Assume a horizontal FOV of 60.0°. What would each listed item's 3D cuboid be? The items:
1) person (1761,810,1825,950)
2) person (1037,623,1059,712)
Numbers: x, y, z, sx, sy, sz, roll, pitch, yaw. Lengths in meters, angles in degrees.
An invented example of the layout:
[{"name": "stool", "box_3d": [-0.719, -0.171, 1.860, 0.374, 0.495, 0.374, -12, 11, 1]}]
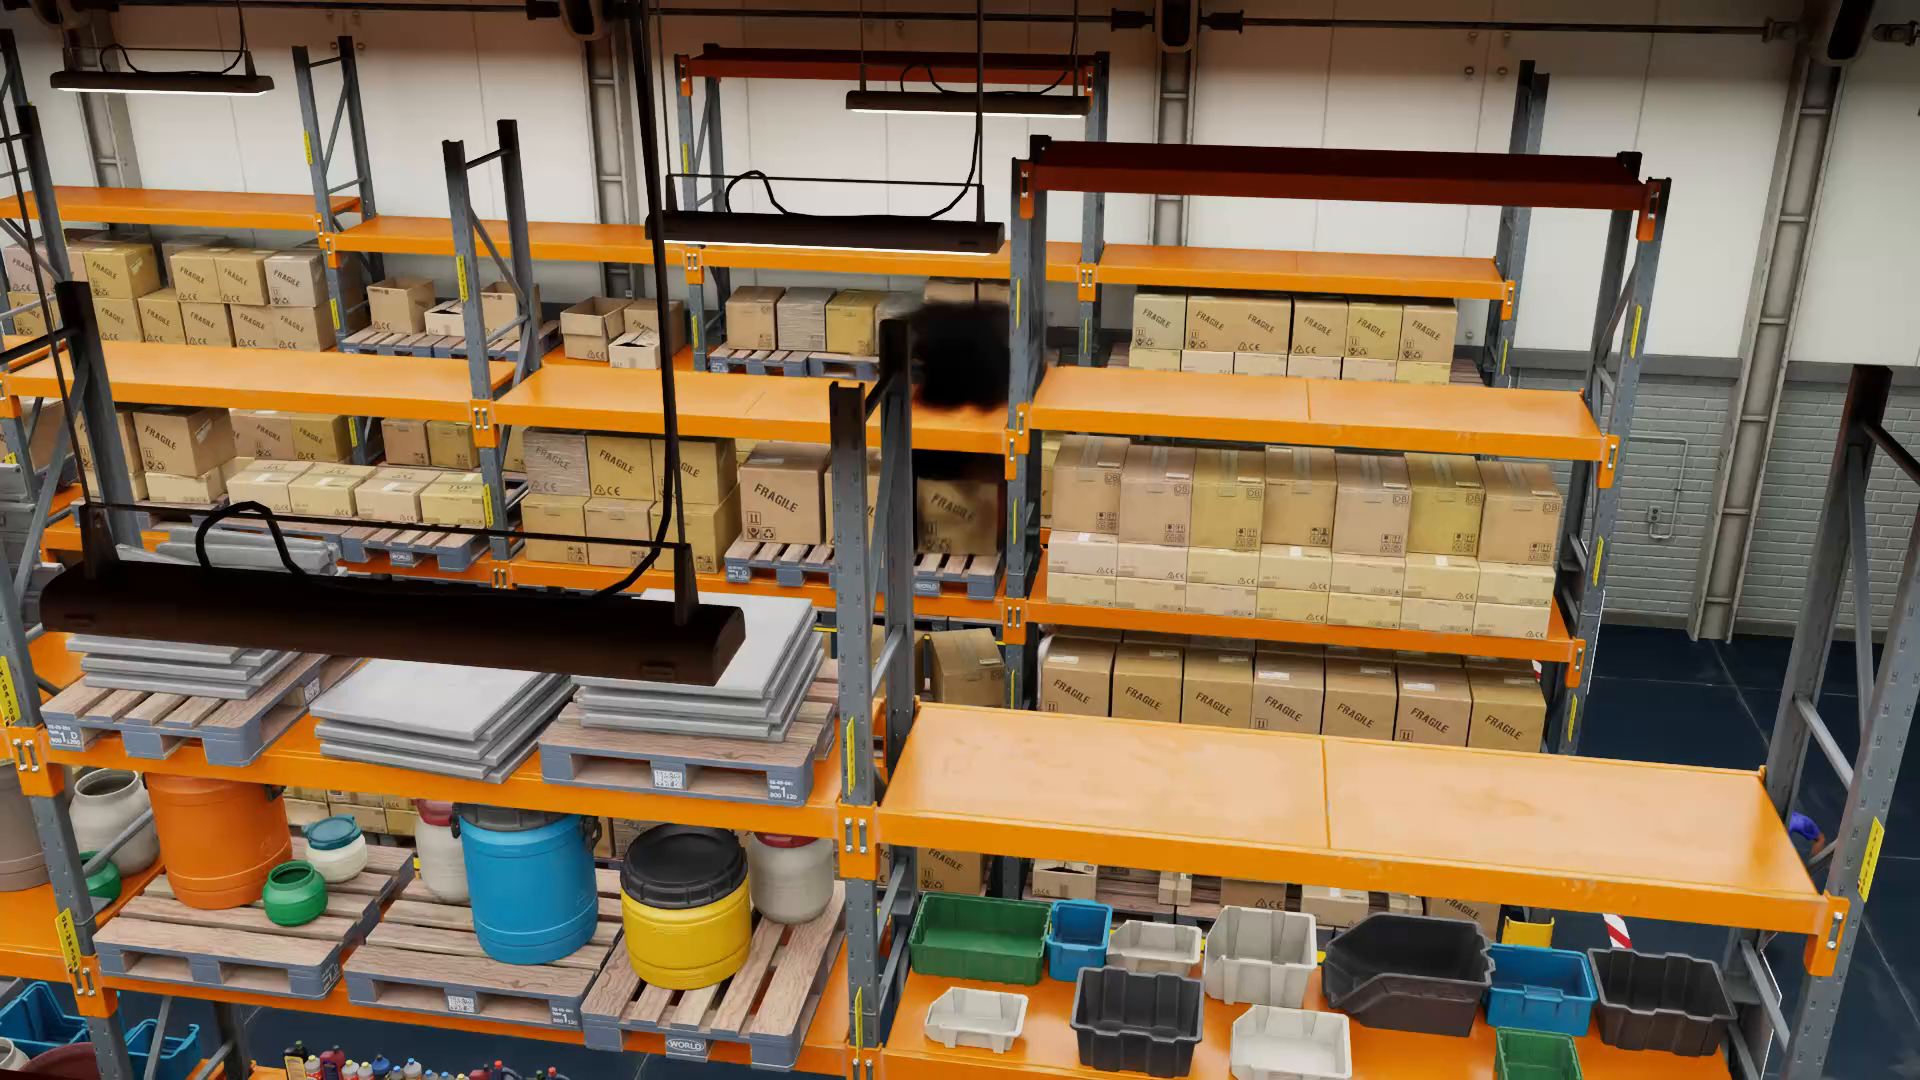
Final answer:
[{"name": "person", "box_3d": [5.970, 2.500, 12.359, 0.848, 1.714, 0.551, -13, 26, -27]}, {"name": "person", "box_3d": [0.840, 1.393, 14.885, 0.679, 1.724, 0.692, 5, 24, 12]}]
